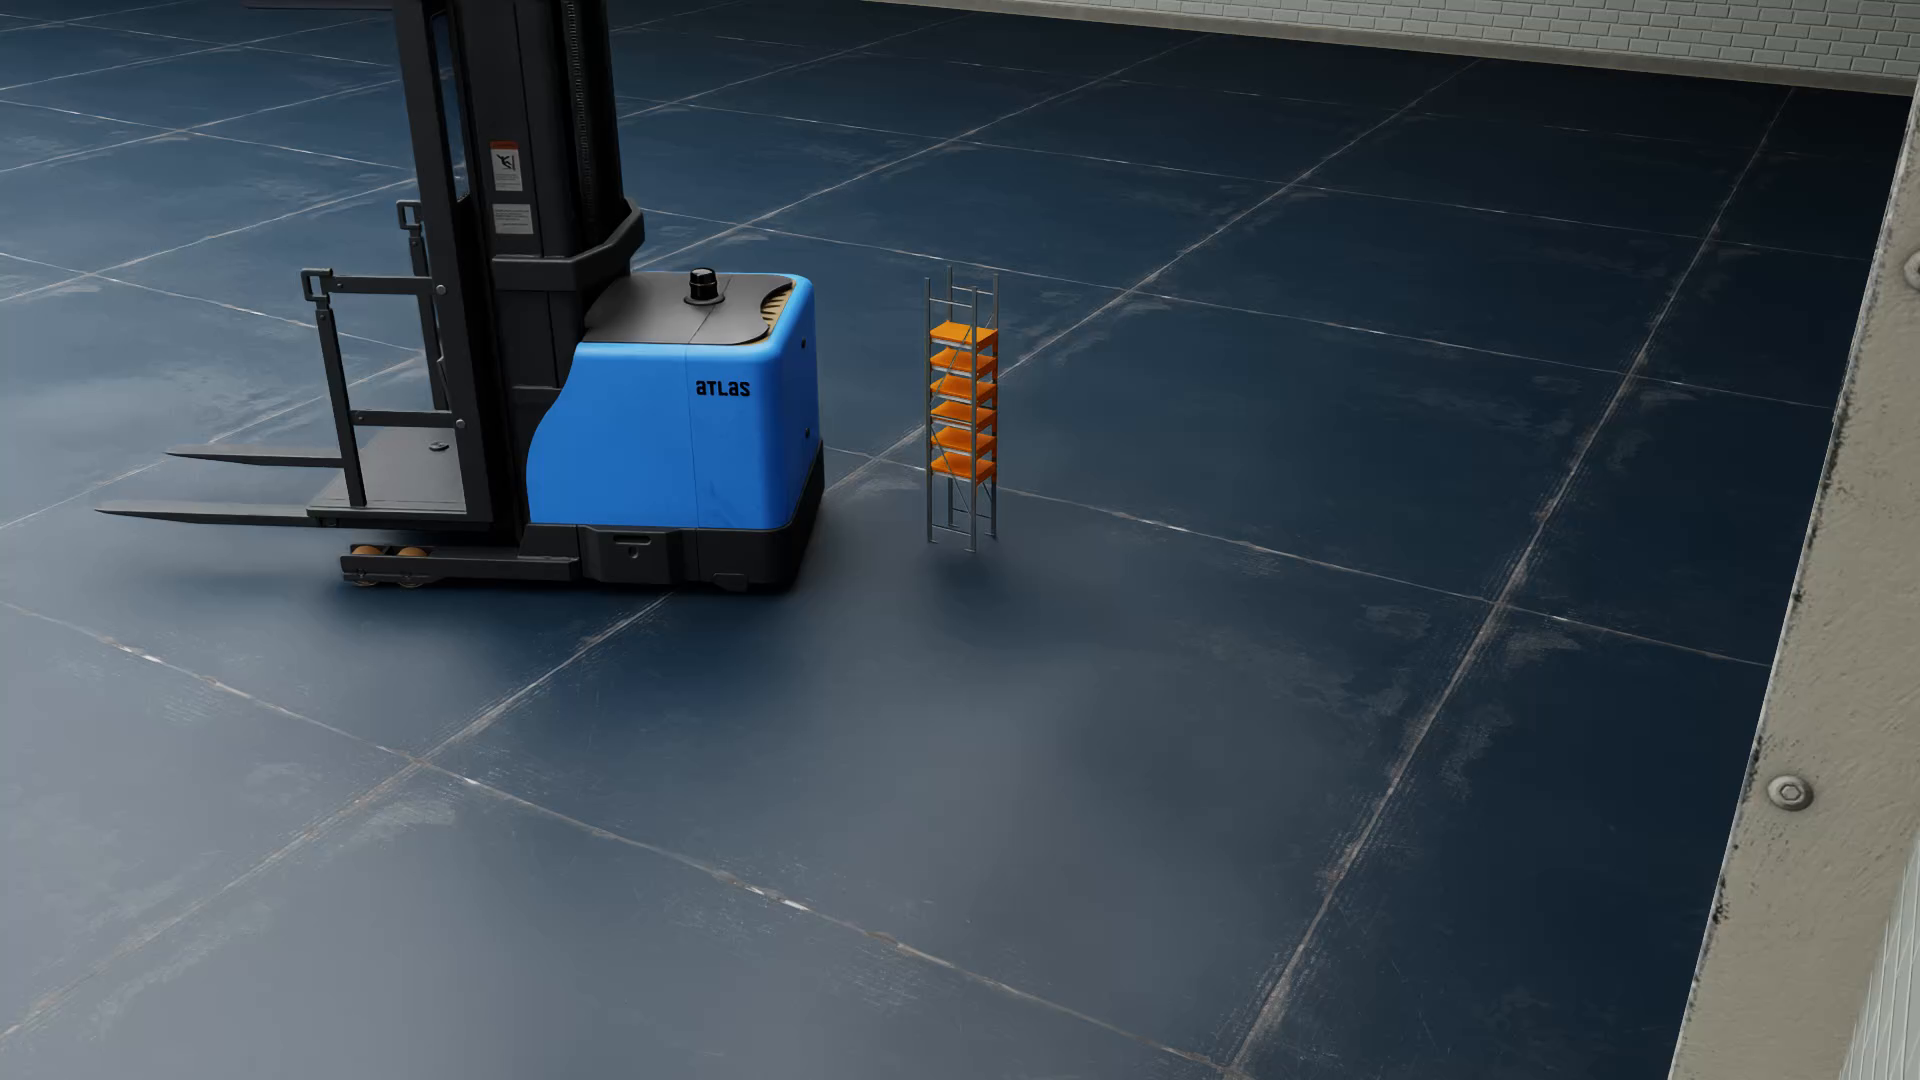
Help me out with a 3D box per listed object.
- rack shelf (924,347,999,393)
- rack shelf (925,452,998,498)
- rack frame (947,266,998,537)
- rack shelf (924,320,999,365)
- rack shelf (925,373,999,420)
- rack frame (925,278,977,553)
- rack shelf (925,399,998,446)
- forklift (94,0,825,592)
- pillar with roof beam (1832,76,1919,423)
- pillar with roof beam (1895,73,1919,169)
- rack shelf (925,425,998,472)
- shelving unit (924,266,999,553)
[{"bbox_3d":[0.007,-0.717,6.982,0.258,0.103,0.180,14,30,26],"label":"rack shelf"},{"bbox_3d":[0.007,-0.288,7.197,0.258,0.103,0.180,14,30,26],"label":"rack shelf"},{"bbox_3d":[0.052,-0.578,7.140,0.240,1.200,0.006,14,30,26],"label":"rack frame"},{"bbox_3d":[0.007,-0.824,6.928,0.258,0.103,0.180,14,30,26],"label":"rack shelf"},{"bbox_3d":[0.007,-0.610,7.035,0.258,0.103,0.180,14,30,26],"label":"rack shelf"},{"bbox_3d":[-0.038,-0.507,6.998,0.240,1.200,0.006,14,30,26],"label":"rack frame"},{"bbox_3d":[0.007,-0.502,7.089,0.258,0.103,0.180,14,30,26],"label":"rack shelf"},{"bbox_3d":[-2.163,-1.344,6.738,3.031,2.935,1.130,2,27,4],"label":"forklift"},{"bbox_3d":[0.958,-5.619,8.500,9.100,9.000,0.400,14,30,26],"label":"pillar with roof beam"},{"bbox_3d":[3.910,-7.958,13.171,9.100,9.000,0.400,14,30,26],"label":"pillar with roof beam"},{"bbox_3d":[0.007,-0.395,7.143,0.258,0.103,0.180,14,30,26],"label":"rack shelf"},{"bbox_3d":[0.007,-0.542,7.069,0.258,1.200,0.189,14,30,26],"label":"shelving unit"}]
